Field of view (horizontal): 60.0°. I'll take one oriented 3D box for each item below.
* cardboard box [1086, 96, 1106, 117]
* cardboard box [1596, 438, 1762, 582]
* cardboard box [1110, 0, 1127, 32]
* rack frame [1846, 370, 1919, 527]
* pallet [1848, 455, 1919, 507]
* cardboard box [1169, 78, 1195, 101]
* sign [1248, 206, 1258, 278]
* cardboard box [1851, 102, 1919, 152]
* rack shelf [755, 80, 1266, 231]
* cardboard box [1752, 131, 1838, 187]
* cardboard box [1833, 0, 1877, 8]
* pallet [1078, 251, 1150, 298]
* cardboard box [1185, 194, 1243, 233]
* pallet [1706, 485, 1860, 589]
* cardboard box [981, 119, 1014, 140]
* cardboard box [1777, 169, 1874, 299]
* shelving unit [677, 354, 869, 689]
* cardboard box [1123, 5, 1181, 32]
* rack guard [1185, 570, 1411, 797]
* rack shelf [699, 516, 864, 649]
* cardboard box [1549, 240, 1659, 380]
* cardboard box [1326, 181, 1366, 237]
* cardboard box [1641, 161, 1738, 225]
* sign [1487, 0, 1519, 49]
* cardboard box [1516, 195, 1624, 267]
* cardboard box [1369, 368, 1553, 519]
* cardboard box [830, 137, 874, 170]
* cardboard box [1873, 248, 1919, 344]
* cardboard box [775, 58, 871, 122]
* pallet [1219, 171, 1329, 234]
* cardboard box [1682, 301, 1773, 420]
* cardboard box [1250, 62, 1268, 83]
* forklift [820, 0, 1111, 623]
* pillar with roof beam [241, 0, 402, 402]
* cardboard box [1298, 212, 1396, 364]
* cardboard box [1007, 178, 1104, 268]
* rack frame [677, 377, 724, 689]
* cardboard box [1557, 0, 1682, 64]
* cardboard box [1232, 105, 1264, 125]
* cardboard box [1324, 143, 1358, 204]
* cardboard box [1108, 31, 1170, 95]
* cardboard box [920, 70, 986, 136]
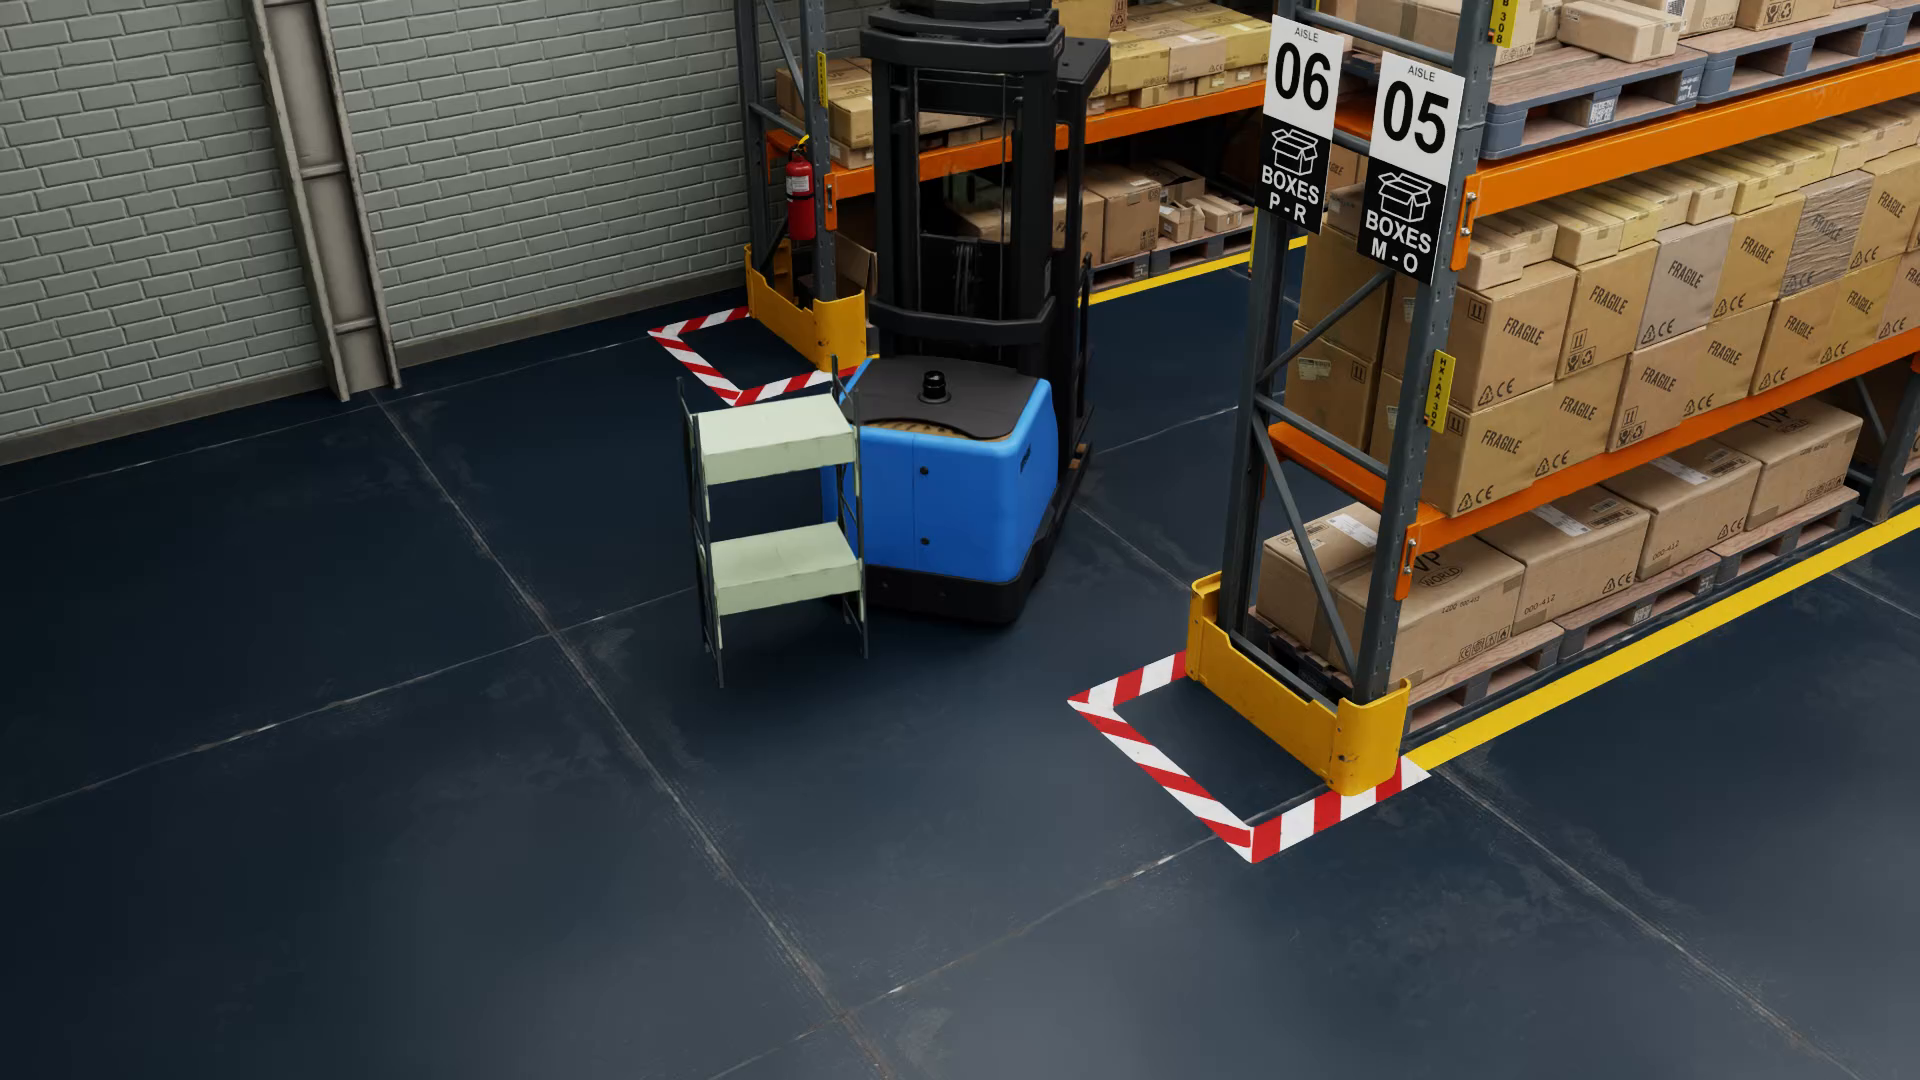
[{"bbox_3d":[0.799,-3.058,11.522,0.250,0.149,0.380,-19,37,-27],"label":"cardboard box"},{"bbox_3d":[3.591,-0.285,8.898,0.875,0.438,0.875,-20,37,-29],"label":"cardboard box"},{"bbox_3d":[0.841,-3.877,11.743,0.500,0.500,0.500,-20,37,-29],"label":"cardboard box"},{"bbox_3d":[4.929,-1.583,8.949,0.127,3.000,1.000,-19,37,-27],"label":"rack frame"},{"bbox_3d":[5.537,-0.661,10.100,1.213,0.211,1.003,-19,37,-27],"label":"pallet"},{"bbox_3d":[1.458,-3.262,11.845,0.250,0.149,0.380,-18,36,-26],"label":"cardboard box"},{"bbox_3d":[1.285,-1.264,7.136,0.005,0.325,0.100,-19,37,-27],"label":"sign"},{"bbox_3d":[4.347,-1.996,7.964,0.250,0.149,0.380,-19,37,-27],"label":"cardboard box"},{"bbox_3d":[0.556,-2.926,11.751,4.000,0.370,1.077,-19,37,-27],"label":"rack shelf"},{"bbox_3d":[3.734,-1.750,7.574,0.250,0.149,0.380,-20,37,-28],"label":"cardboard box"},{"bbox_3d":[3.813,-2.711,7.341,0.637,0.503,0.797,-16,36,-24],"label":"cardboard box"},{"bbox_3d":[0.632,-2.076,12.343,1.213,0.211,1.003,-19,37,-27],"label":"pallet"},{"bbox_3d":[1.927,-2.487,12.660,0.250,0.149,0.380,-20,37,-29],"label":"cardboard box"},{"bbox_3d":[4.248,-0.219,9.400,1.213,0.211,1.003,-19,37,-27],"label":"pallet"},{"bbox_3d":[0.156,-2.828,11.158,0.250,0.149,0.380,-18,37,-27],"label":"cardboard box"},{"bbox_3d":[3.829,-1.494,7.776,0.500,0.500,0.500,-18,37,-27],"label":"cardboard box"},{"bbox_3d":[-0.878,-0.075,7.962,0.755,1.500,0.431,-10,34,-16],"label":"shelving unit"},{"bbox_3d":[1.256,-3.700,12.166,0.500,0.250,0.500,-19,37,-28],"label":"cardboard box"},{"bbox_3d":[1.547,0.637,7.772,0.348,0.500,1.175,-19,37,-27],"label":"rack guard"},{"bbox_3d":[-0.878,0.201,8.136,0.720,0.370,0.431,-10,34,-16],"label":"rack shelf"},{"bbox_3d":[2.555,-1.056,7.081,0.500,0.500,0.500,-20,37,-29],"label":"cardboard box"},{"bbox_3d":[1.760,-1.360,6.956,0.250,0.149,0.380,-18,37,-27],"label":"cardboard box"},{"bbox_3d":[3.114,-1.514,7.199,0.250,0.149,0.380,-19,37,-27],"label":"cardboard box"},{"bbox_3d":[1.863,-1.848,5.664,0.005,0.325,0.100,-19,37,-27],"label":"sign"},{"bbox_3d":[2.478,-1.277,6.823,0.250,0.149,0.380,-18,36,-26],"label":"cardboard box"},{"bbox_3d":[2.126,-0.479,7.105,0.500,0.500,0.500,-19,37,-28],"label":"cardboard box"},{"bbox_3d":[-0.700,-2.518,10.665,0.250,0.149,0.380,-19,37,-28],"label":"cardboard box"},{"bbox_3d":[4.678,-1.377,8.528,0.500,0.500,0.500,-19,37,-27],"label":"cardboard box"},{"bbox_3d":[-0.883,-2.966,11.003,0.500,0.250,0.500,-18,36,-26],"label":"cardboard box"},{"bbox_3d":[2.900,-2.881,13.619,1.213,0.211,1.003,-19,37,-27],"label":"pallet"},{"bbox_3d":[3.385,-0.929,7.818,0.500,0.500,0.500,-18,36,-26],"label":"cardboard box"},{"bbox_3d":[2.105,-3.497,12.217,0.250,0.149,0.380,-18,37,-27],"label":"cardboard box"},{"bbox_3d":[0.159,-1.596,9.032,1.130,2.935,3.031,8,33,13],"label":"forklift"},{"bbox_3d":[-1.547,-2.884,5.387,0.400,9.000,9.100,-19,37,-27],"label":"pillar with roof beam"},{"bbox_3d":[1.843,-1.138,7.212,0.500,0.500,0.500,-18,36,-26],"label":"cardboard box"},{"bbox_3d":[0.678,-2.244,11.946,0.500,0.500,0.500,-18,37,-26],"label":"cardboard box"},{"bbox_3d":[-1.225,-0.012,7.863,0.023,1.500,0.400,-10,34,-16],"label":"rack frame"},{"bbox_3d":[2.606,-2.021,6.579,0.250,0.149,0.380,-18,36,-26],"label":"cardboard box"},{"bbox_3d":[2.390,-3.439,13.231,0.250,0.149,0.380,-21,38,-29],"label":"cardboard box"},{"bbox_3d":[2.765,-2.968,13.092,0.500,0.500,0.500,-17,36,-25],"label":"cardboard box"},{"bbox_3d":[1.101,-3.324,11.570,0.500,0.250,0.500,-19,37,-28],"label":"cardboard box"},{"bbox_3d":[-0.174,-2.870,10.851,0.500,0.250,0.500,-19,37,-27],"label":"cardboard box"}]
